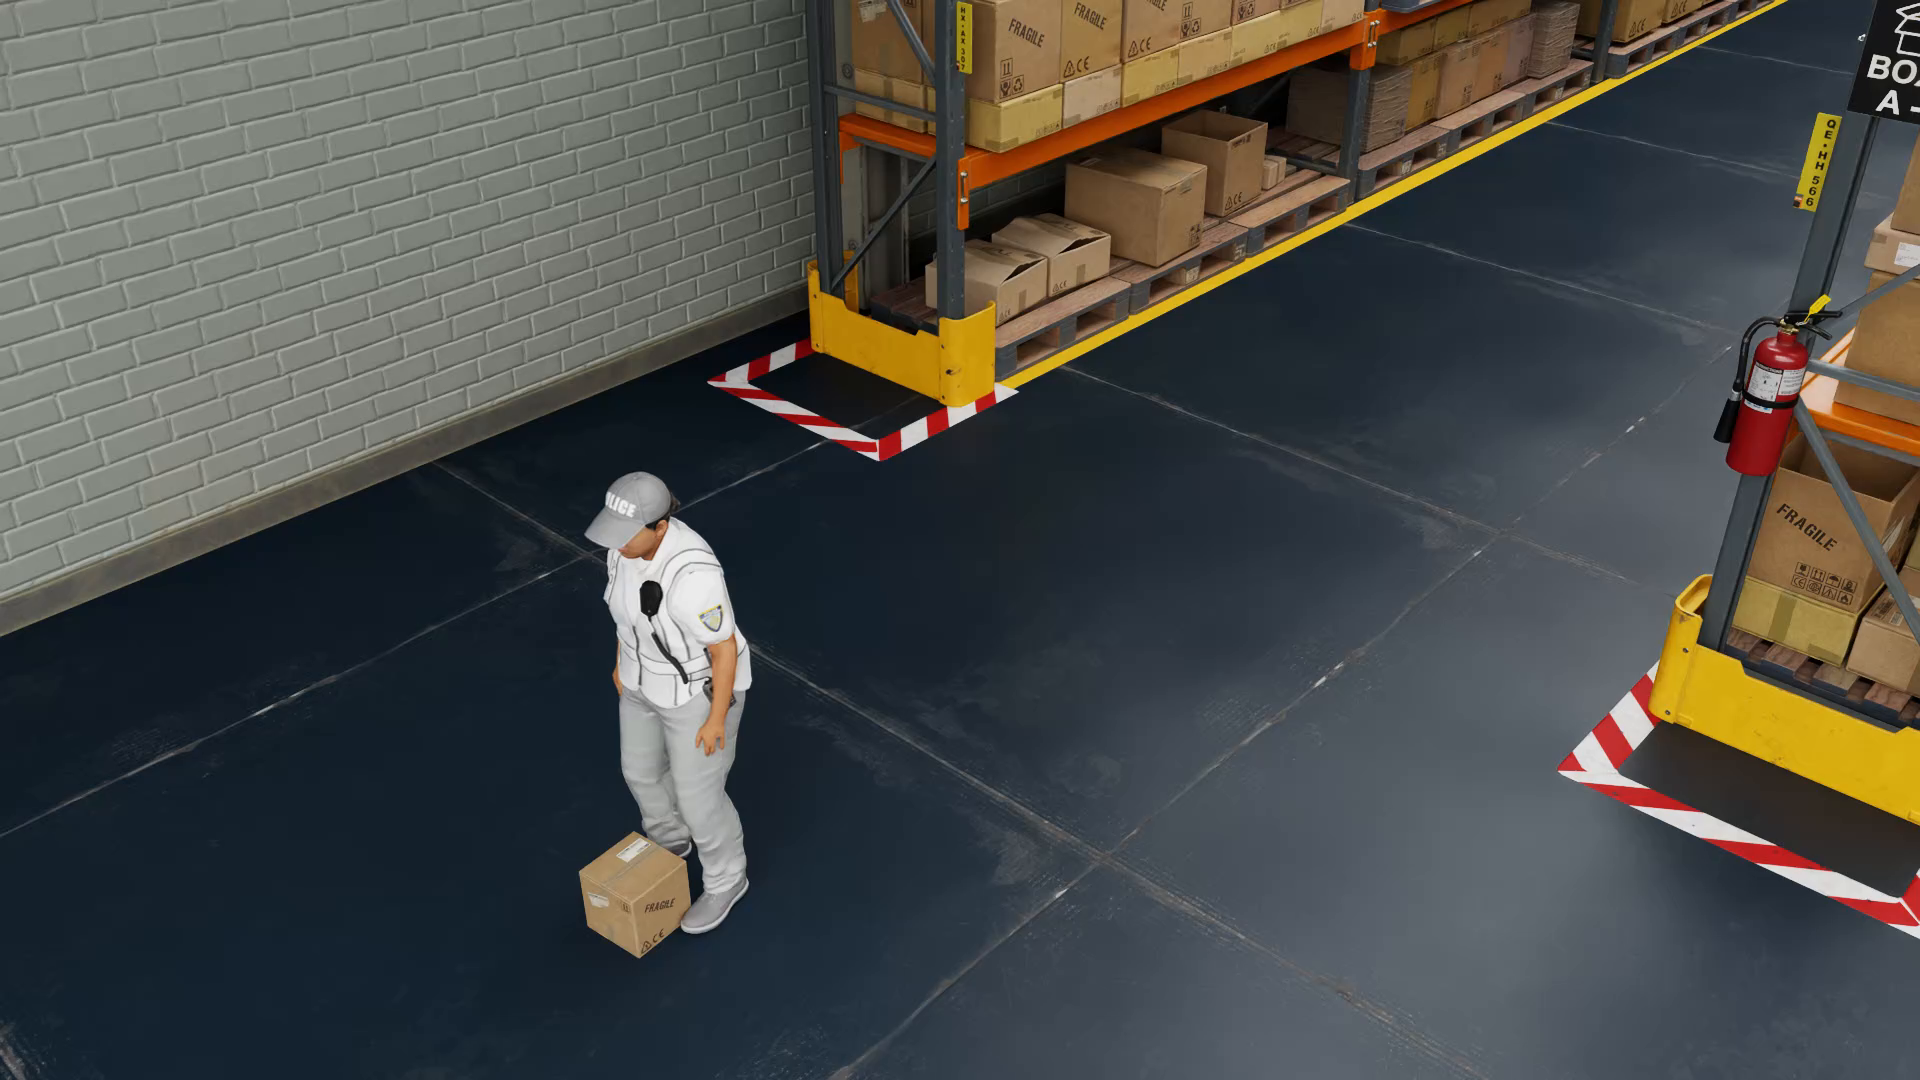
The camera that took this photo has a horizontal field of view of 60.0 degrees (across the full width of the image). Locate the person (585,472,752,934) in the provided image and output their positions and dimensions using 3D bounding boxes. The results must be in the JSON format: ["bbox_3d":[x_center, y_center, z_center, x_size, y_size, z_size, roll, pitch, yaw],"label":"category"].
[{"bbox_3d":[-0.932,0.491,5.328,0.537,1.665,0.469,25,39,35],"label":"person"}]
